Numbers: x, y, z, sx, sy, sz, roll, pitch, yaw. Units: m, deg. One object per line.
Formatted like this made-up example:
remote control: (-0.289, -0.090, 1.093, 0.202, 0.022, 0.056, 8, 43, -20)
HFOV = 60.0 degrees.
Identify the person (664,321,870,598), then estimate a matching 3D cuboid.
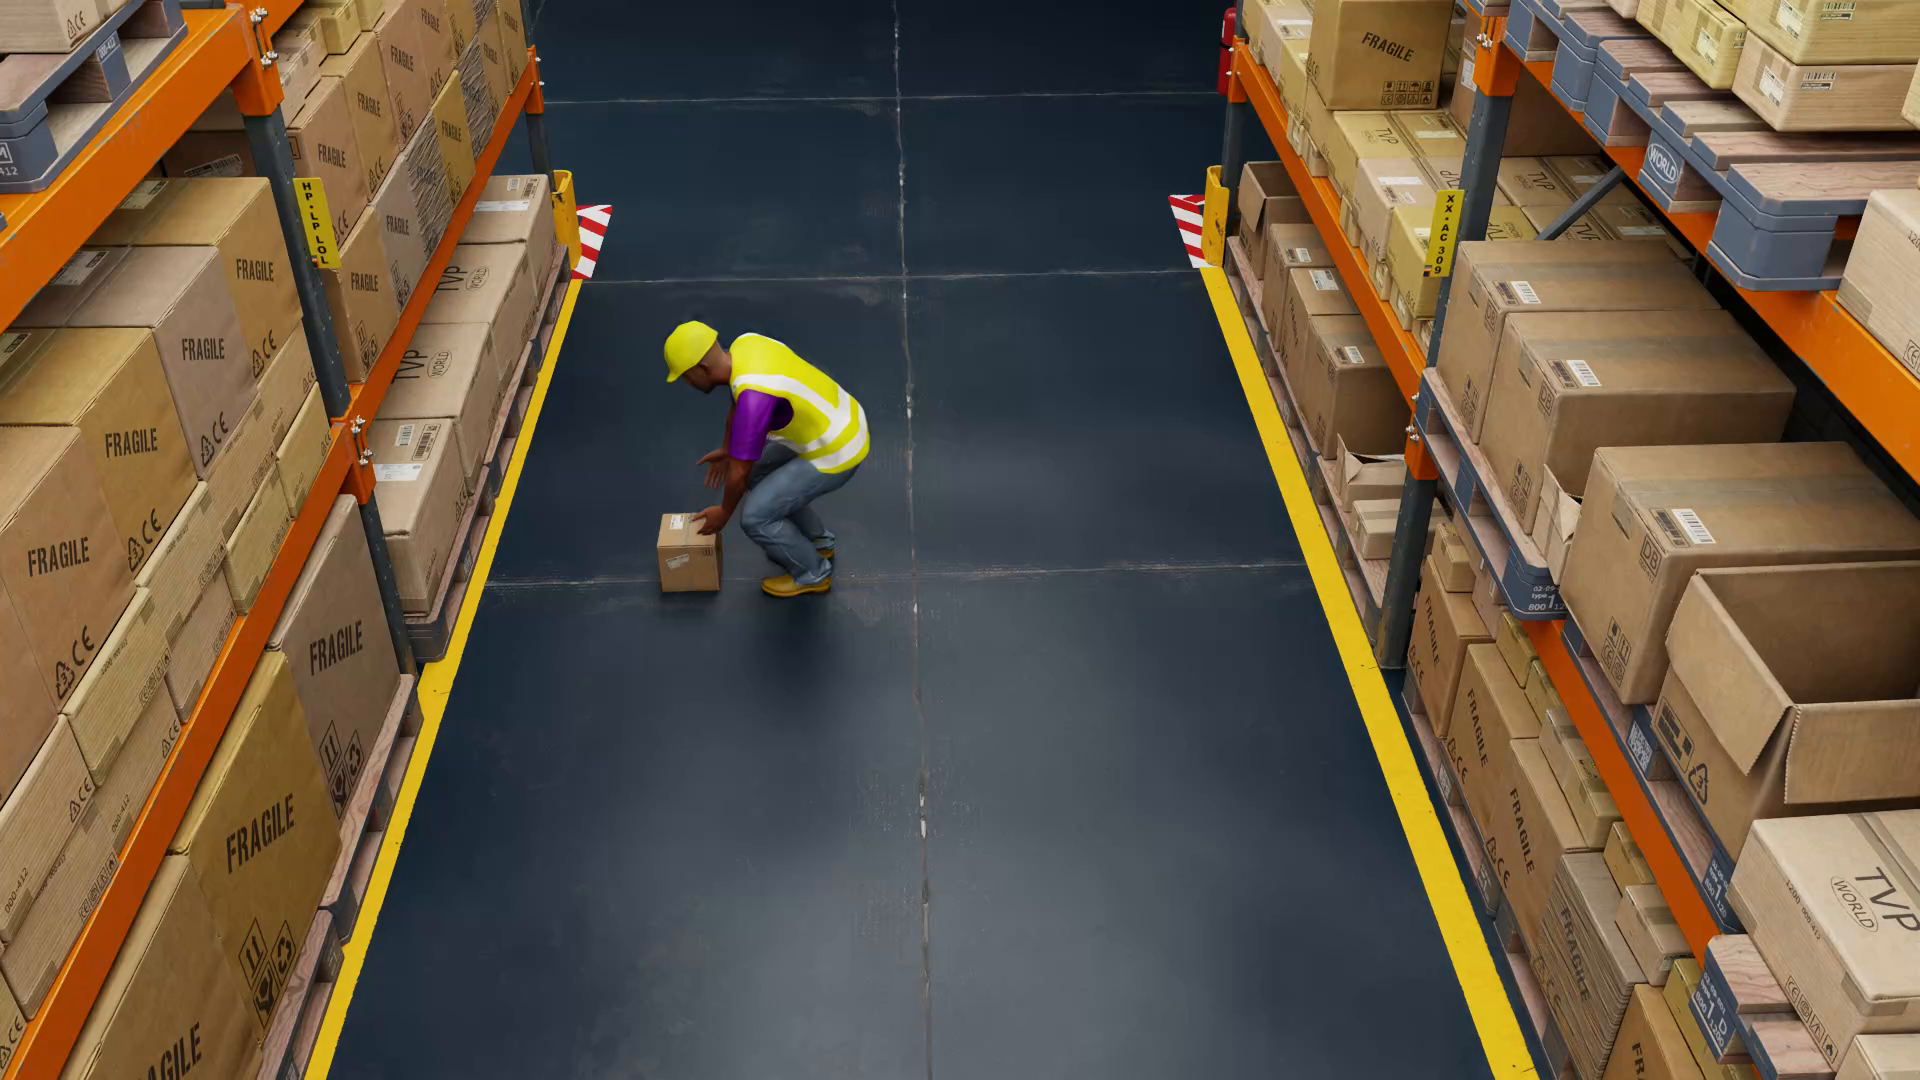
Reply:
person: (-0.790, -0.354, 7.052, 0.817, 1.283, 0.627, -2, 35, -2)
